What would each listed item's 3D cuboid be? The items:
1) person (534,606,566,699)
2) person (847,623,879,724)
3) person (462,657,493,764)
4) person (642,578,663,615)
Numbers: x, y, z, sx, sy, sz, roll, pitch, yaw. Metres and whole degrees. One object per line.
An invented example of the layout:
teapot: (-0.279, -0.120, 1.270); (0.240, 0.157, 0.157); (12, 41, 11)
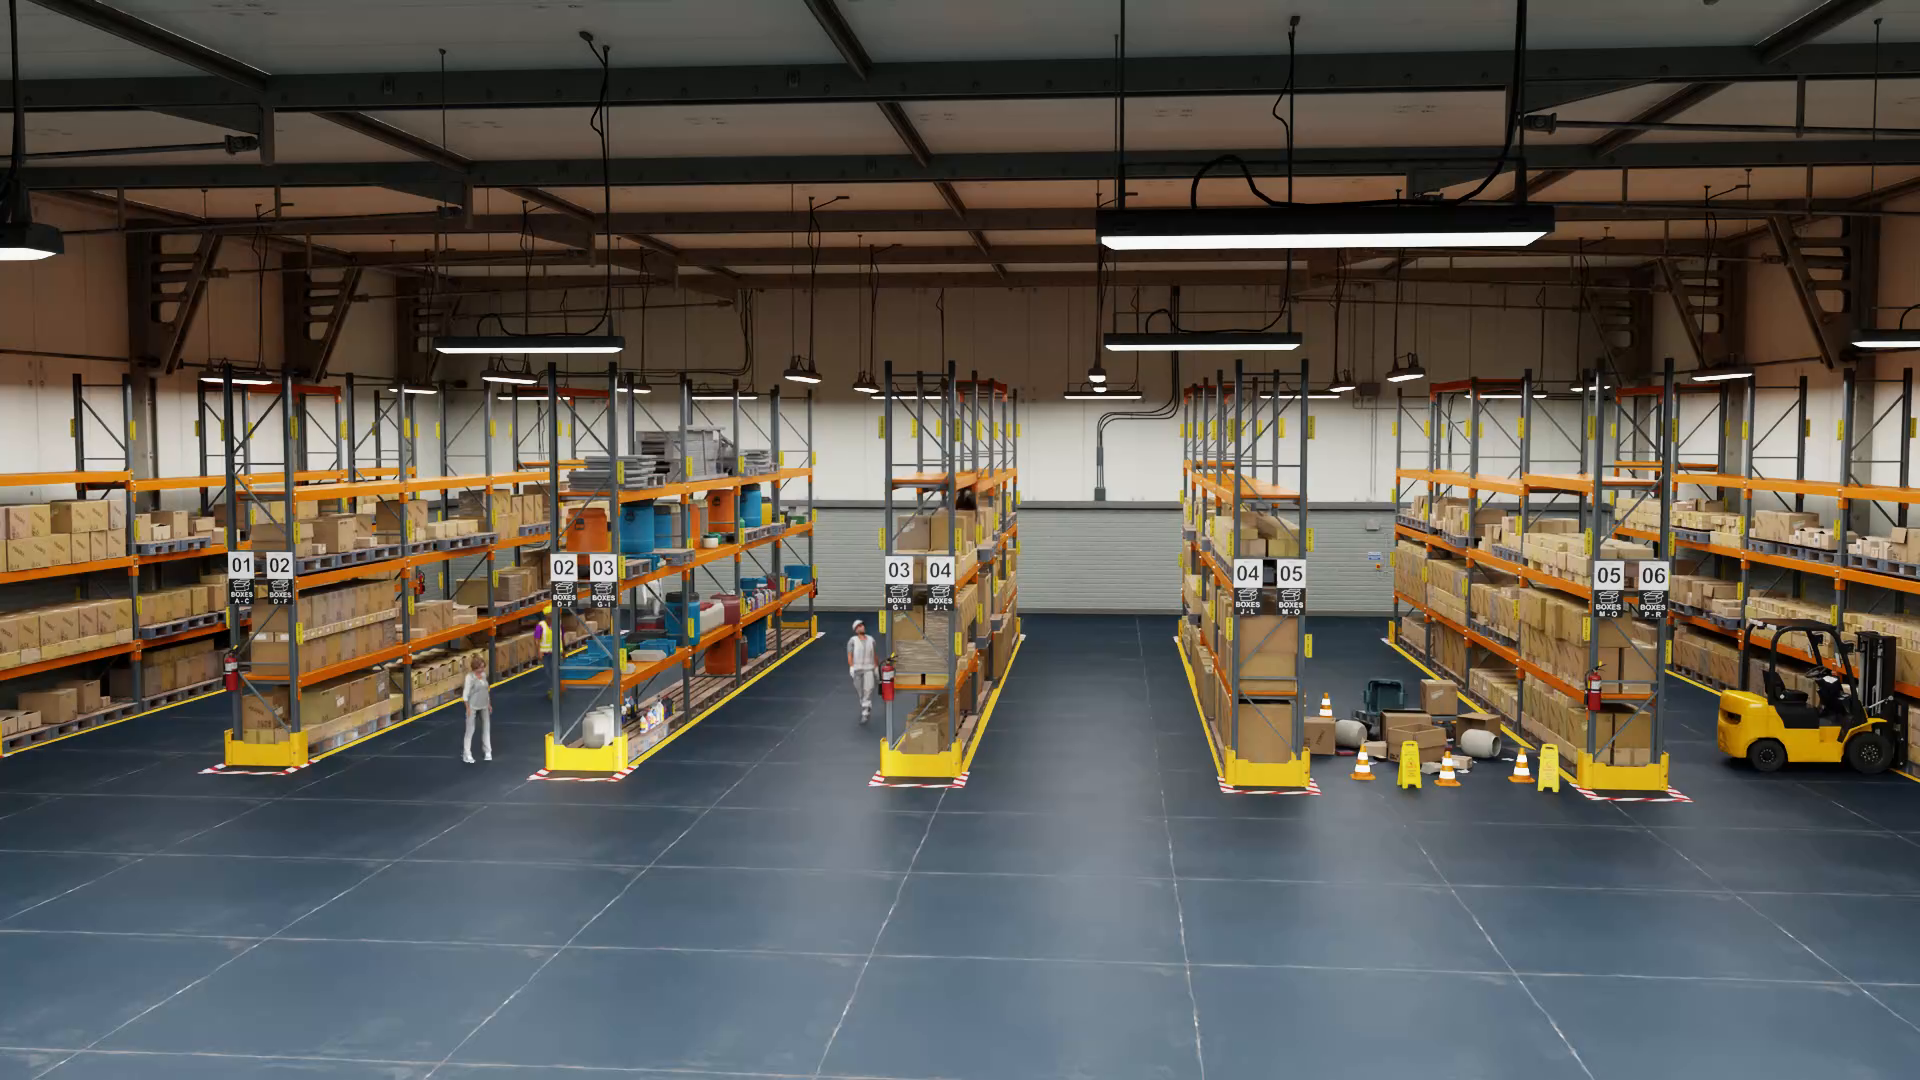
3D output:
person: (-7.665, 2.083, 30.947); (0.495, 1.694, 1.082); (0, 4, 0)
person: (-1.695, 2.288, 28.551); (0.526, 1.600, 1.034); (1, 4, 10)
person: (-7.296, 2.561, 25.185); (0.344, 1.600, 0.507); (3, 5, 39)
person: (-7.698, 1.437, 41.669); (0.499, 1.636, 0.927); (-1, 4, -9)
